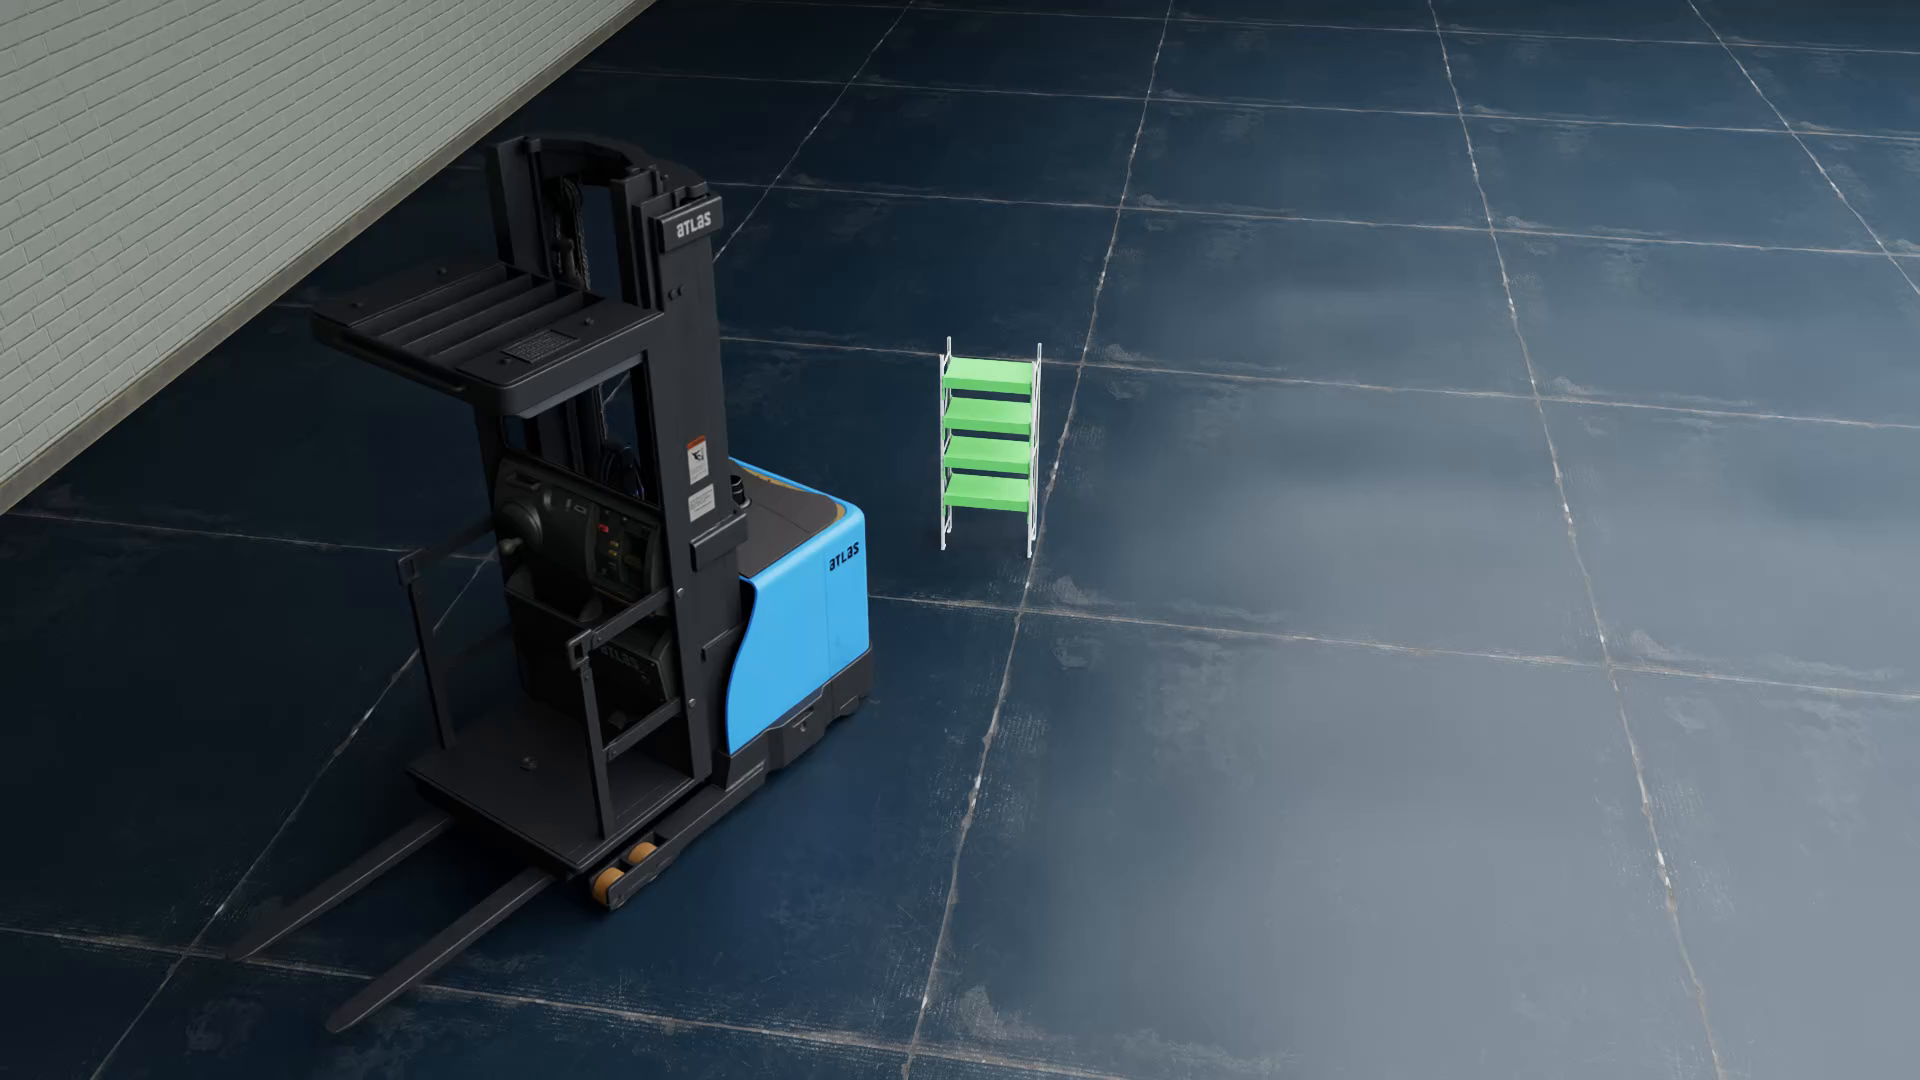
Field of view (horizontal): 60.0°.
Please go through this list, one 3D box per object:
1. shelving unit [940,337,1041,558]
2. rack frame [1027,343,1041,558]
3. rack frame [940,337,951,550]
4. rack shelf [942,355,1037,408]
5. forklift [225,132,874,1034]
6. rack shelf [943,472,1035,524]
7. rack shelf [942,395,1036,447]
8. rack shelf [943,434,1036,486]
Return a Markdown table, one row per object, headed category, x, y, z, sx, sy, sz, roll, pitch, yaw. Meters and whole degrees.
| category | x | y | z | sx | sy | sz | roll | pitch | yaw |
| --- | --- | --- | --- | --- | --- | --- | --- | --- | --- |
| shelving unit | 0.163 | -0.494 | 9.082 | 0.503 | 1.200 | 0.258 | 5 | 32 | 8 |
| rack frame | 0.404 | -0.472 | 9.047 | 0.015 | 1.200 | 0.240 | 5 | 32 | 8 |
| rack frame | -0.077 | -0.516 | 9.117 | 0.015 | 1.200 | 0.240 | 5 | 32 | 8 |
| rack shelf | 0.163 | -0.847 | 8.861 | 0.480 | 0.148 | 0.258 | 5 | 32 | 8 |
| forklift | -1.691 | 0.006 | 6.652 | 1.130 | 2.935 | 3.031 | 21 | 38 | 30 |
| rack shelf | 0.163 | -0.236 | 9.243 | 0.480 | 0.148 | 0.258 | 5 | 32 | 8 |
| rack shelf | 0.163 | -0.643 | 8.988 | 0.480 | 0.148 | 0.258 | 5 | 32 | 8 |
| rack shelf | 0.163 | -0.440 | 9.116 | 0.480 | 0.148 | 0.258 | 5 | 32 | 8 |
